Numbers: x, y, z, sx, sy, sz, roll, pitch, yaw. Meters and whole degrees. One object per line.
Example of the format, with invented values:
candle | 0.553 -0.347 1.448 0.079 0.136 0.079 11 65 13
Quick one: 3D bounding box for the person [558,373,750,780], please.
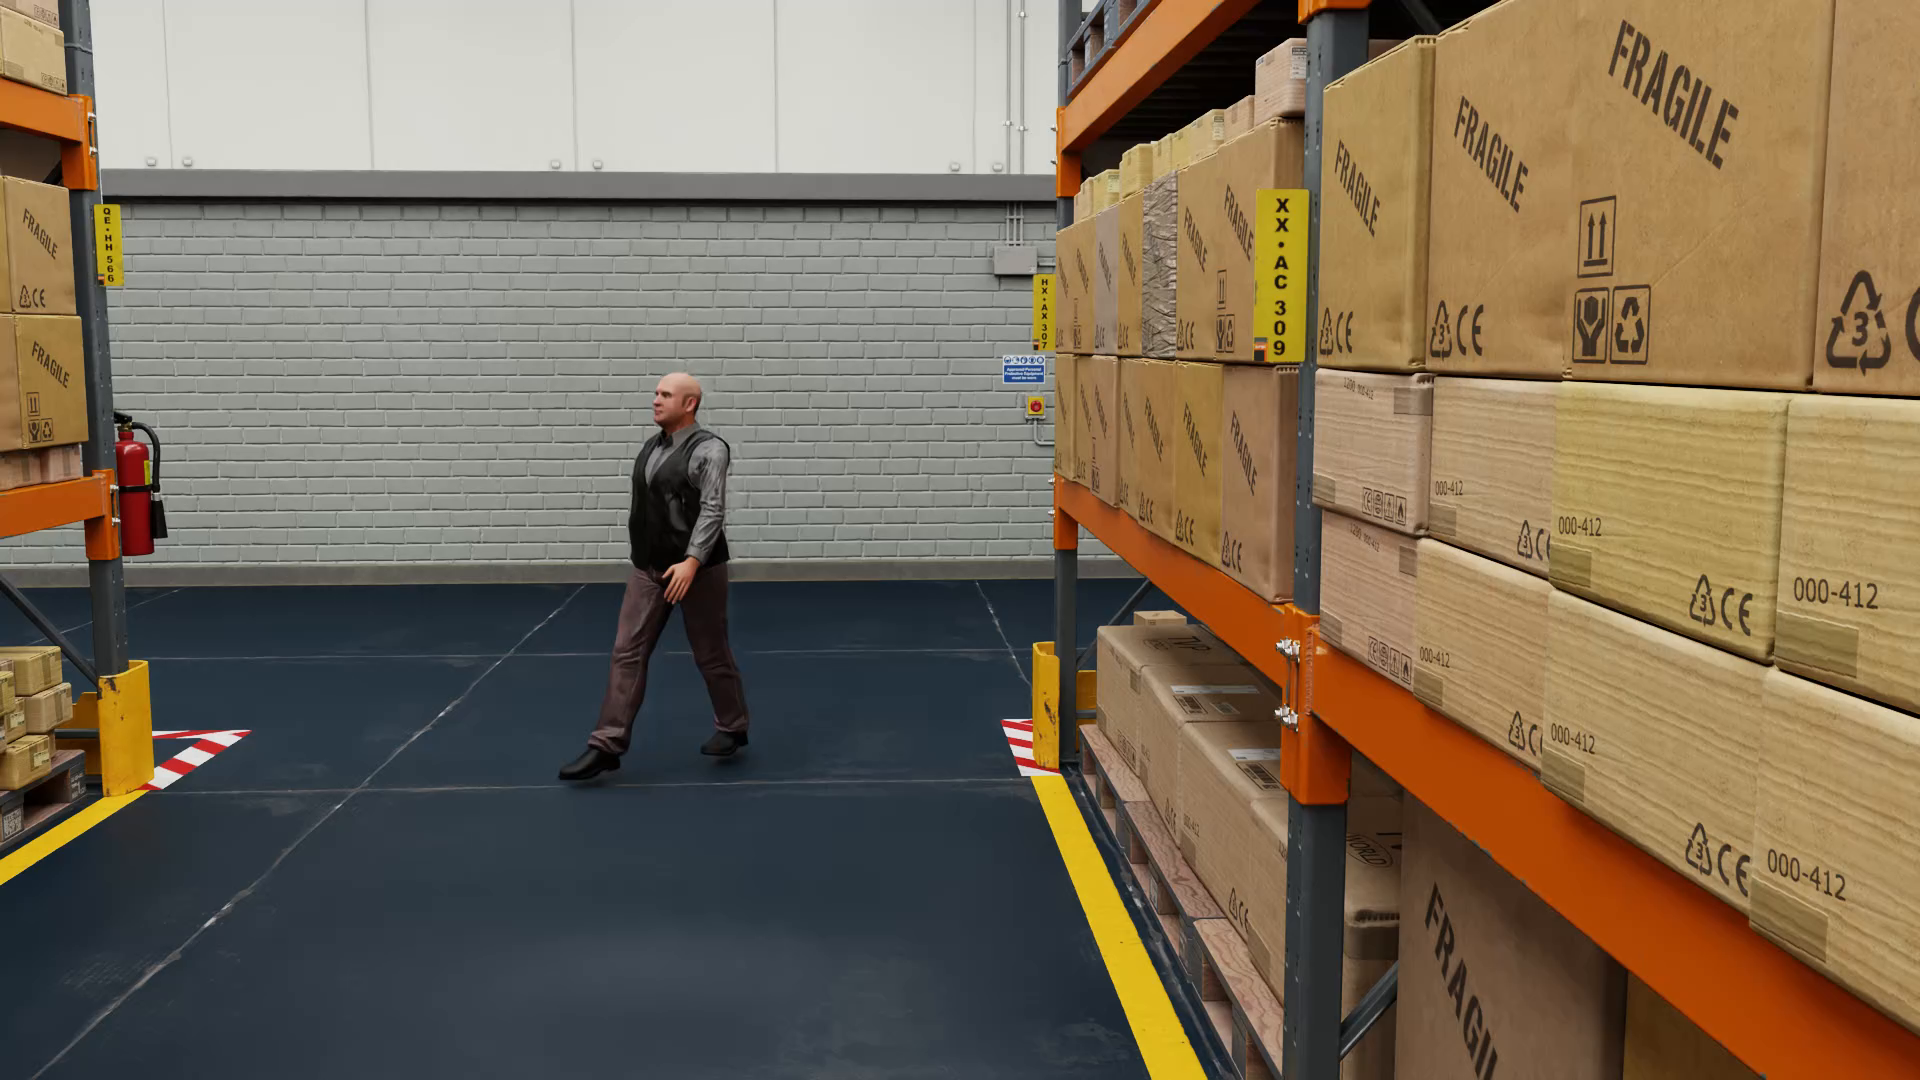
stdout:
person | -1.255 0.135 7.053 0.558 1.678 0.938 5 8 35
